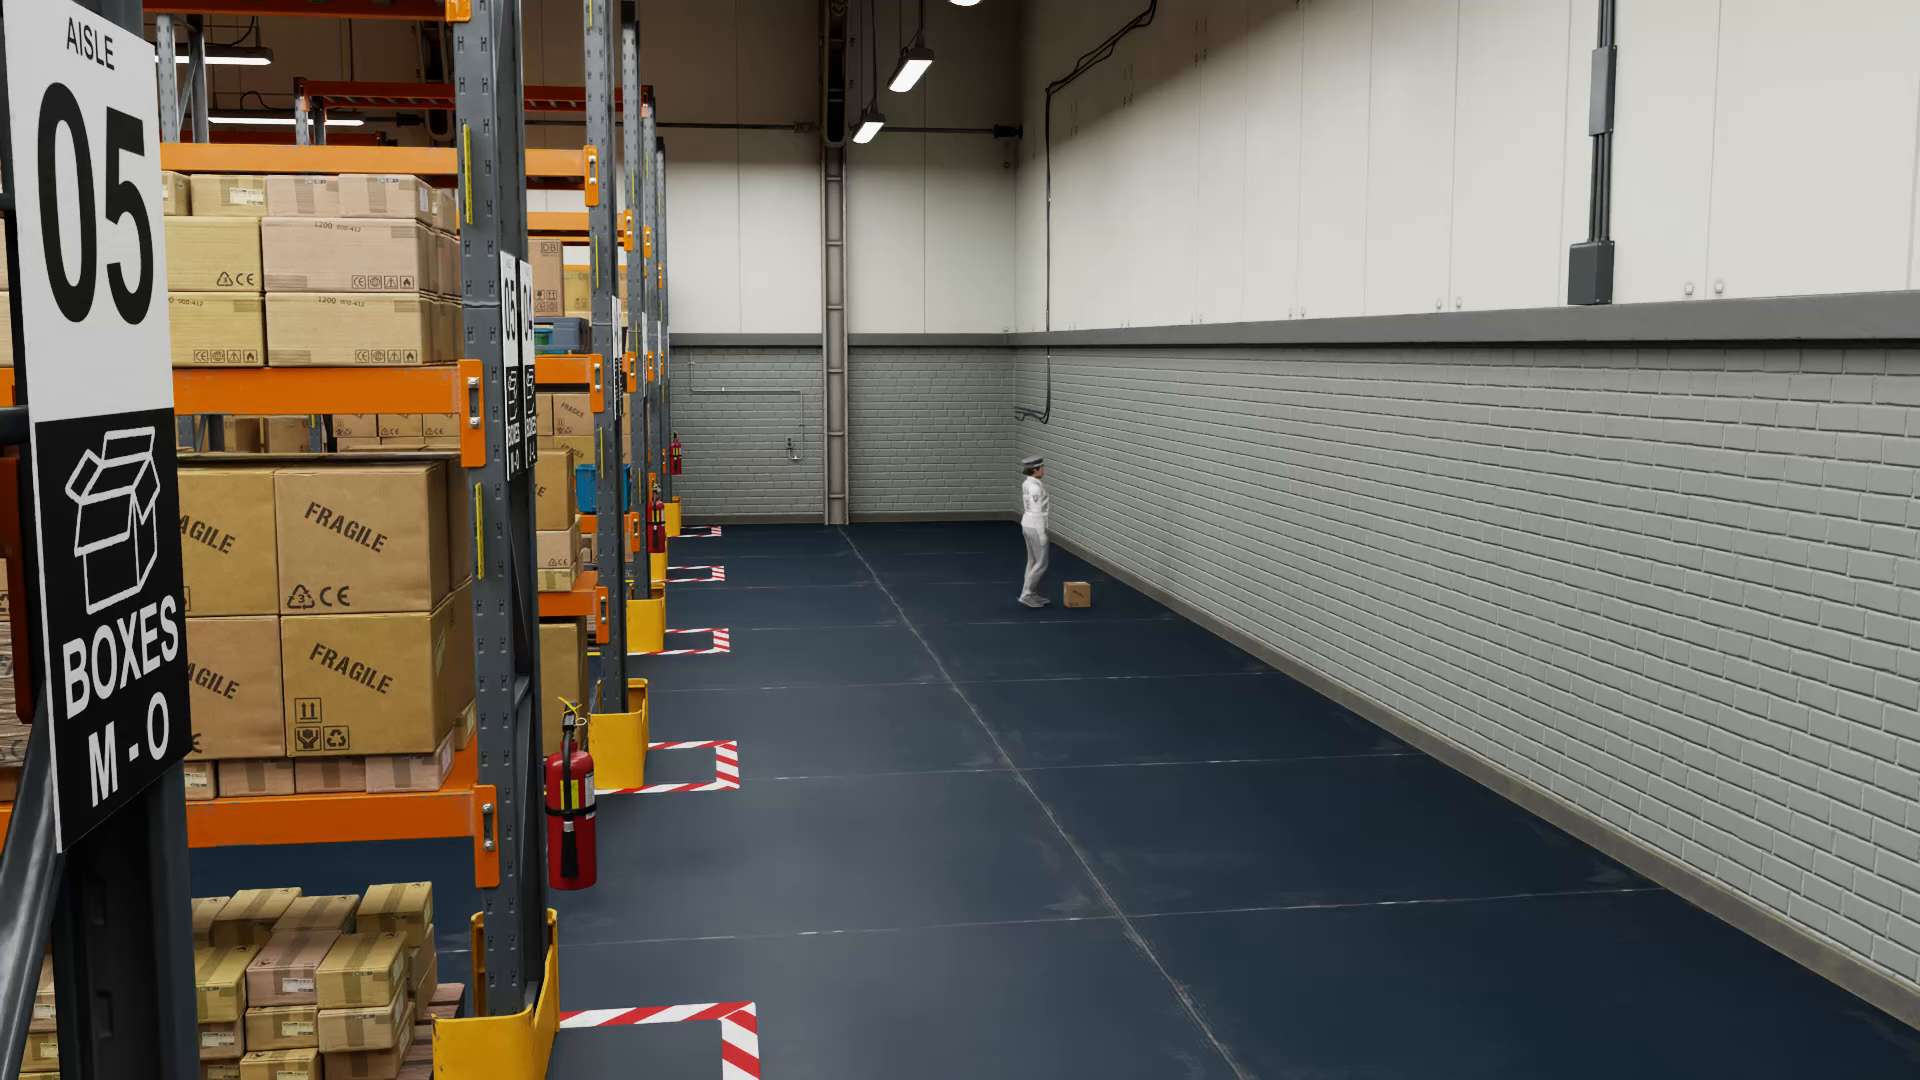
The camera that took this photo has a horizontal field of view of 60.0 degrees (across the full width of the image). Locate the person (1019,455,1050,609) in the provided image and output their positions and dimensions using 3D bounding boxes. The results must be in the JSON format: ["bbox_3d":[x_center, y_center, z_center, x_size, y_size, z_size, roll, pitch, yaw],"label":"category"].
[{"bbox_3d":[0.832,-0.094,18.442,0.392,1.700,0.464,-1,7,-8],"label":"person"}]
